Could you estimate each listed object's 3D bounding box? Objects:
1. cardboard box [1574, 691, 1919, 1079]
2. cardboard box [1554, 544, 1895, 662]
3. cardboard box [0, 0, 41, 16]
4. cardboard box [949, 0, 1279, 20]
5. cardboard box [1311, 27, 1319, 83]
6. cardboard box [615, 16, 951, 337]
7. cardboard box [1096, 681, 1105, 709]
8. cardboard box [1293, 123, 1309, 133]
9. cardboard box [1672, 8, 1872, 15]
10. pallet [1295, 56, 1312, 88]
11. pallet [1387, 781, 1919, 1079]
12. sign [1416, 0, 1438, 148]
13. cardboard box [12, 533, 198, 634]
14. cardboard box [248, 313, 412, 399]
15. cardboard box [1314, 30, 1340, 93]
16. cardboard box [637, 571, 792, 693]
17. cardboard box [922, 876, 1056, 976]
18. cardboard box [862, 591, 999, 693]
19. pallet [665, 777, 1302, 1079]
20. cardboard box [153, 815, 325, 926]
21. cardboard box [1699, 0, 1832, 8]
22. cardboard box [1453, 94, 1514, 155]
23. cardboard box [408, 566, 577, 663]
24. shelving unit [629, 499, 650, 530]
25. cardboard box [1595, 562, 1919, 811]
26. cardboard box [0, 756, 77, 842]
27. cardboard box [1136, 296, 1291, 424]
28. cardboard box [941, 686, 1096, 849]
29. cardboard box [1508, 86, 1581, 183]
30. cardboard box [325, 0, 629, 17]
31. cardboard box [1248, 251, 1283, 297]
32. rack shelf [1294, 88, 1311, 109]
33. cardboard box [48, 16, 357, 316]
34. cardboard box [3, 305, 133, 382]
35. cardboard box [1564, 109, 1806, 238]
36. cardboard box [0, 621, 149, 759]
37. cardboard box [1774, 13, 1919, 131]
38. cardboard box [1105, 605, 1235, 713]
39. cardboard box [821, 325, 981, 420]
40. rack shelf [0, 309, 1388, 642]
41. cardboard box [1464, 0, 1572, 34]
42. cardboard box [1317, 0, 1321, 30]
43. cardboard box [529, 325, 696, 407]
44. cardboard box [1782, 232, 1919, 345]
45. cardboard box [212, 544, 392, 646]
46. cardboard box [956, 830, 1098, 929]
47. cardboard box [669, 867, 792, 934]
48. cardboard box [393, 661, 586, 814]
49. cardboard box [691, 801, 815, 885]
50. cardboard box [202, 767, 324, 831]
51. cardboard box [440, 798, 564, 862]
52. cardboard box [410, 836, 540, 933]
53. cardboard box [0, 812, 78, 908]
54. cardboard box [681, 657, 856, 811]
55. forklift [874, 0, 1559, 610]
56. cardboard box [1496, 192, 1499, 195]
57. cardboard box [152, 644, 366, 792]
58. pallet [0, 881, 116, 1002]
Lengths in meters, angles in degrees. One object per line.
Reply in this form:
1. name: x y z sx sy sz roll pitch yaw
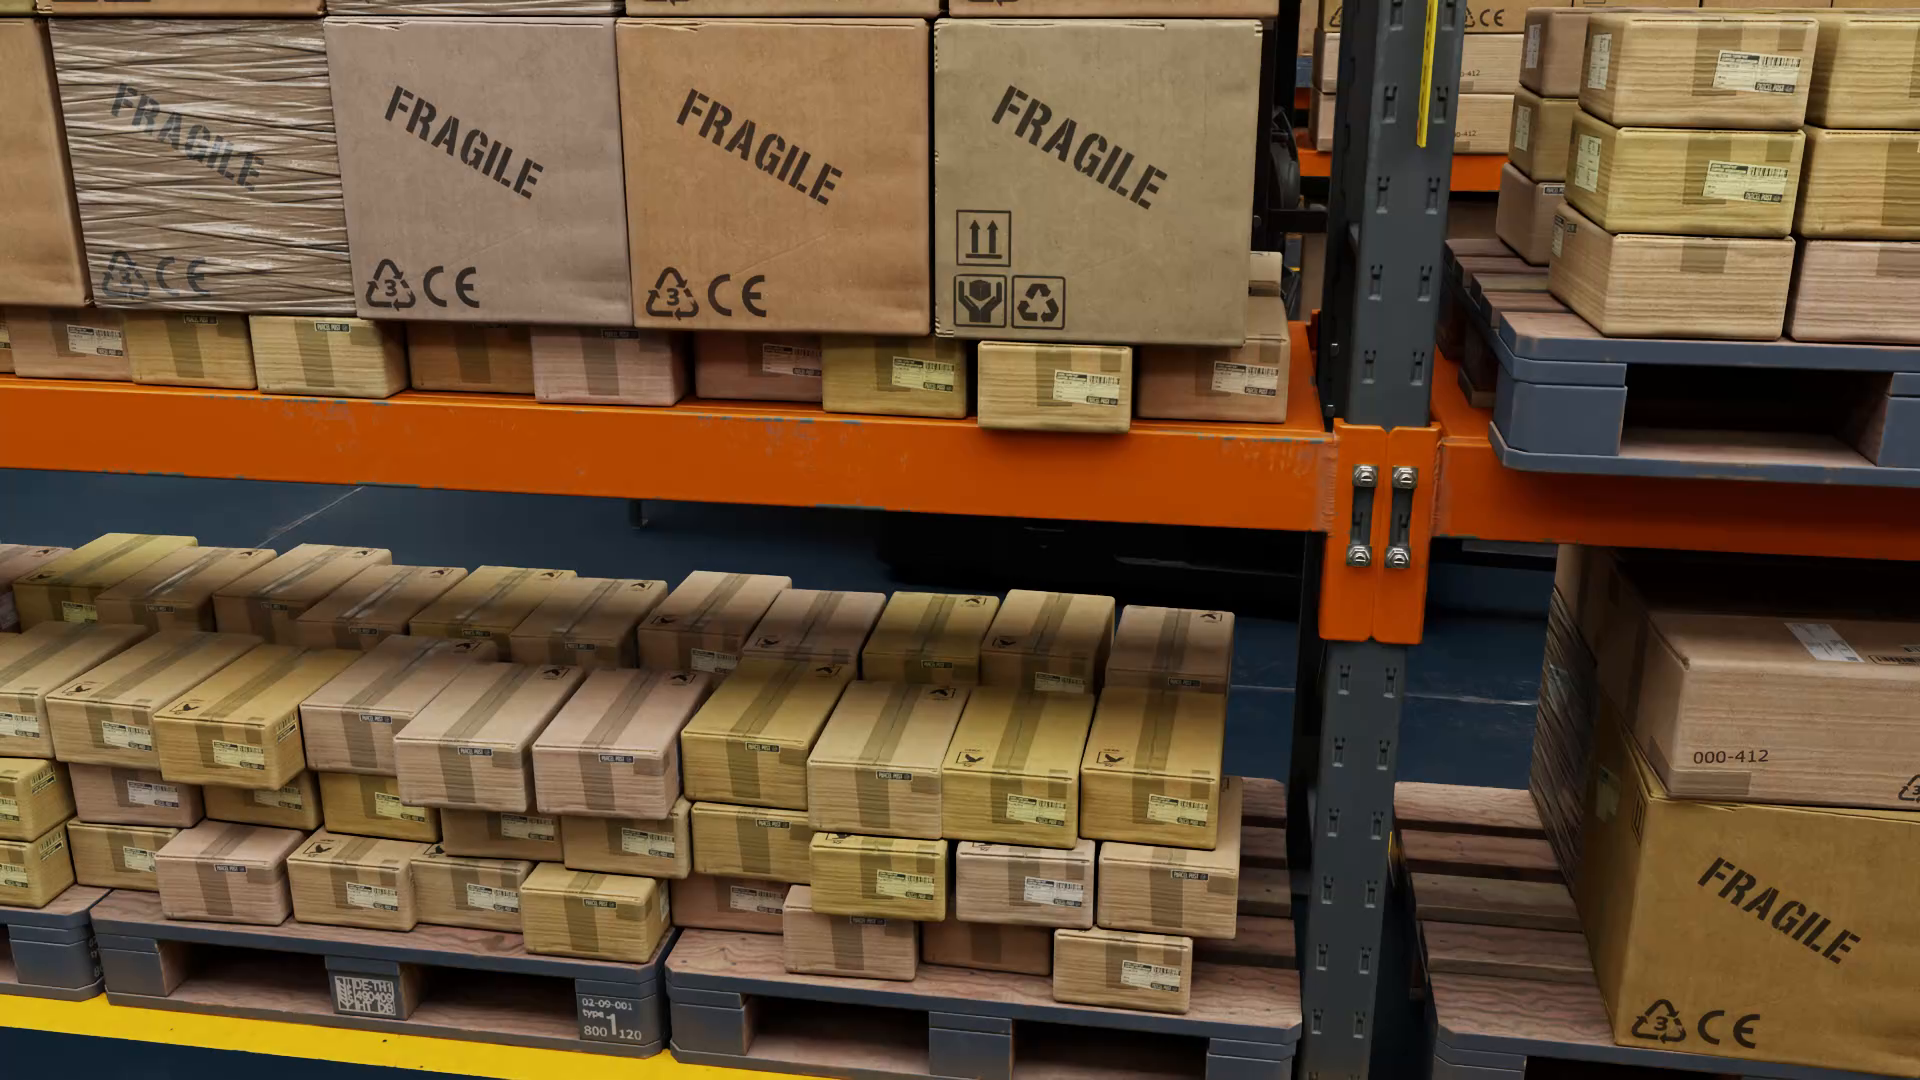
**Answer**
1. cardboard box: 1.456 0.601 3.058 0.500 0.500 0.500 4 19 11
2. cardboard box: 1.544 0.083 3.423 0.500 0.250 0.500 2 19 7
3. cardboard box: -1.771 -1.207 2.982 0.500 0.500 0.500 2 19 7
4. cardboard box: 0.261 -1.107 2.683 0.500 0.500 0.500 2 19 7
5. cardboard box: 1.927 -2.282 7.843 0.500 0.250 0.500 3 19 9
6. cardboard box: -0.267 -0.657 2.912 0.500 0.500 0.500 2 19 7
7. cardboard box: 0.197 0.403 3.734 0.250 0.149 0.380 3 19 9
8. cardboard box: 2.559 -2.997 12.319 0.250 0.149 0.380 3 19 8
9. cardboard box: 1.461 -0.896 3.049 0.250 0.149 0.380 2 19 7
10. pallet: 3.009 -3.451 12.193 1.213 0.211 1.003 3 19 9
11. pallet: 1.537 0.855 3.414 1.213 0.211 1.003 3 19 9
12. sign: 0.690 -0.746 2.441 0.005 0.325 0.100 3 19 9
13. cardboard box: -2.103 0.115 4.126 0.250 0.149 0.380 3 19 7
14. cardboard box: -1.106 -0.384 3.119 0.250 0.149 0.380 3 19 10
15. cardboard box: 1.843 -2.117 7.351 0.500 0.250 0.500 2 19 7
16. cardboard box: -0.559 0.209 3.846 0.250 0.149 0.380 3 19 10
17. cardboard box: 0.084 0.695 3.330 0.250 0.149 0.380 3 19 10
18. cardboard box: -0.059 0.253 3.713 0.250 0.149 0.380 3 19 8
19. pallet: 0.099 0.794 3.598 1.213 0.211 1.003 3 19 9
20. cardboard box: -1.463 0.640 3.493 0.250 0.149 0.380 2 19 6
21. cardboard box: 3.355 -2.404 7.027 0.500 0.500 0.500 3 19 8
22. cardboard box: 2.357 -1.860 7.371 0.500 0.250 0.500 2 19 7
23. cardboard box: -1.078 0.196 3.883 0.250 0.149 0.380 3 19 9
24. shelving unit: -0.702 -0.786 6.289 1.048 1.500 0.538 5 19 14
25. cardboard box: 1.456 0.245 2.940 0.500 0.250 0.500 2 19 6
26. cardboard box: -1.951 0.474 3.520 0.250 0.149 0.380 4 19 10
27. cardboard box: 0.449 -0.328 2.951 0.250 0.149 0.380 3 19 8
28. cardboard box: 0.117 0.428 3.190 0.250 0.149 0.380 3 19 9
29. cardboard box: 1.192 -0.769 3.138 0.250 0.149 0.380 3 19 10
30. cardboard box: -0.753 -1.162 2.846 0.500 0.500 0.500 3 19 10
31. cardboard box: 0.540 -0.503 3.476 0.250 0.149 0.380 4 19 11
32. rack shelf: 4.212 -3.175 12.199 4.000 0.370 1.077 3 19 9
33. cardboard box: -1.263 -0.715 3.086 0.500 0.500 0.500 2 19 7
34. cardboard box: -1.618 -0.426 3.245 0.250 0.149 0.380 3 19 8
35. cardboard box: 1.084 -0.563 2.523 0.250 0.149 0.380 3 19 10
36. cardboard box: -1.940 0.312 3.537 0.250 0.149 0.380 2 19 6
37. cardboard box: 1.361 -0.692 2.440 0.250 0.149 0.380 3 19 10
38. cardboard box: 0.461 0.283 3.624 0.250 0.149 0.380 4 19 11
39. cardboard box: -0.077 -0.339 2.984 0.250 0.149 0.380 4 19 11
40. rack shelf: -1.206 -0.265 3.502 4.000 0.370 1.077 3 19 9
41. cardboard box: 2.349 -2.454 7.177 0.500 0.500 0.500 3 19 8
42. cardboard box: 1.935 -2.639 7.731 0.500 0.500 0.500 4 19 10
43. cardboard box: -0.601 -0.364 3.058 0.250 0.149 0.380 2 19 6
44. cardboard box: 1.359 -0.410 2.534 0.250 0.149 0.380 3 19 10
45. cardboard box: -1.584 0.144 4.040 0.250 0.149 0.380 4 19 11
46. cardboard box: 0.138 0.580 3.204 0.250 0.149 0.380 2 19 6
47. cardboard box: -0.428 0.650 3.463 0.250 0.149 0.380 2 19 7
48. cardboard box: -0.924 0.386 3.316 0.250 0.149 0.380 2 19 7
49. cardboard box: -0.362 0.529 3.358 0.250 0.149 0.380 3 19 9
50. cardboard box: -1.400 0.459 3.567 0.250 0.149 0.380 4 19 11
51. cardboard box: -0.878 0.502 3.437 0.250 0.149 0.380 2 19 6
52. cardboard box: -0.942 0.648 3.471 0.250 0.149 0.380 3 19 10
53. cardboard box: -1.962 0.618 3.561 0.250 0.149 0.380 3 19 9
54. cardboard box: -0.374 0.380 3.332 0.250 0.149 0.380 4 19 10
55. forklift: 1.273 -1.286 5.527 3.031 2.935 1.130 5 19 14
56. cardboard box: 2.972 -1.204 7.861 0.875 0.875 0.875 3 19 10
57. cardboard box: -1.415 0.357 3.404 0.250 0.149 0.380 3 19 9
58. pallet: -2.310 0.671 3.965 1.213 0.211 1.003 3 19 9
